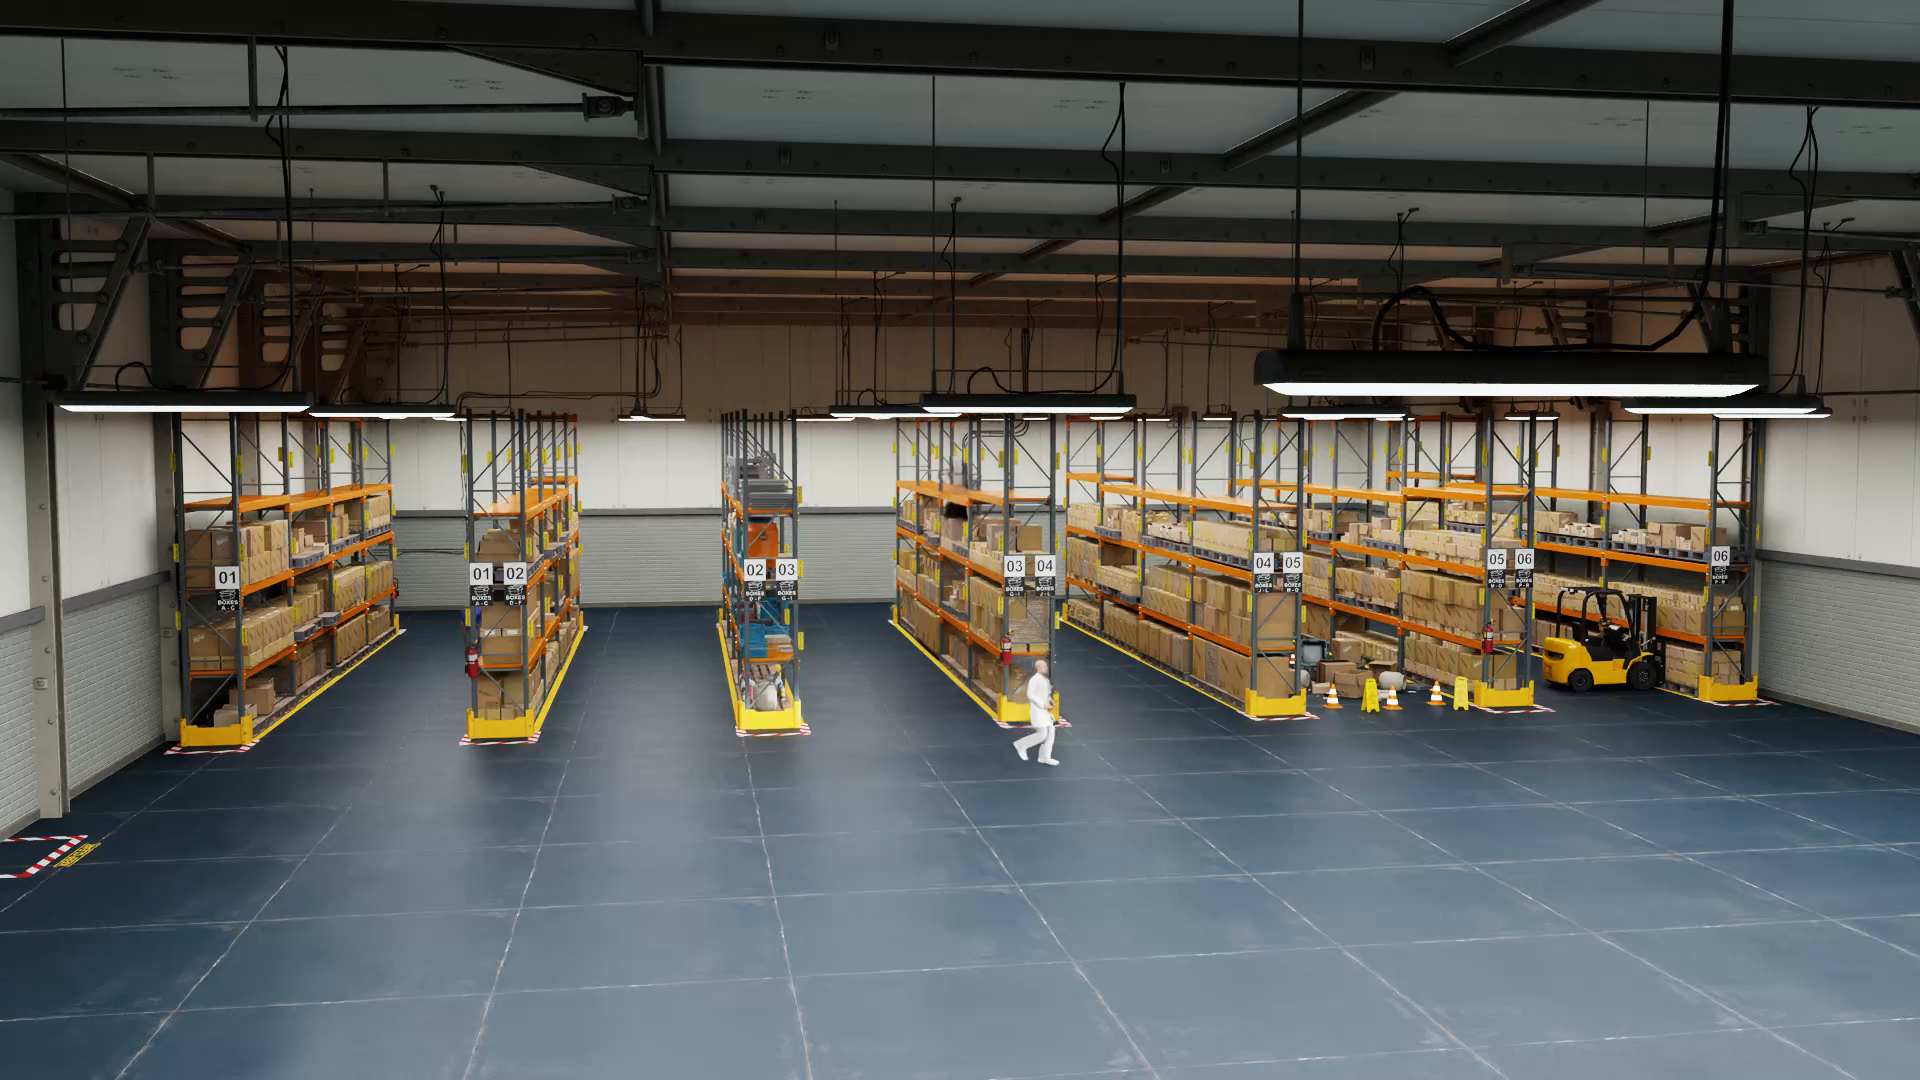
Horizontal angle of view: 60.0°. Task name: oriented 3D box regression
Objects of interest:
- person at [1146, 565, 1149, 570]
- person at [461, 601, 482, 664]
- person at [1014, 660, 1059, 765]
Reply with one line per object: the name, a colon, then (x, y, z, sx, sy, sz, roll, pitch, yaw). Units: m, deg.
person: (5.405, 1.568, 47.374, 0.702, 1.726, 0.592, -2, 4, -21)
person: (-11.373, 2.215, 38.796, 0.566, 1.623, 0.571, -1, 4, -7)
person: (1.306, 2.896, 28.043, 0.770, 1.763, 0.738, 1, 4, 20)
